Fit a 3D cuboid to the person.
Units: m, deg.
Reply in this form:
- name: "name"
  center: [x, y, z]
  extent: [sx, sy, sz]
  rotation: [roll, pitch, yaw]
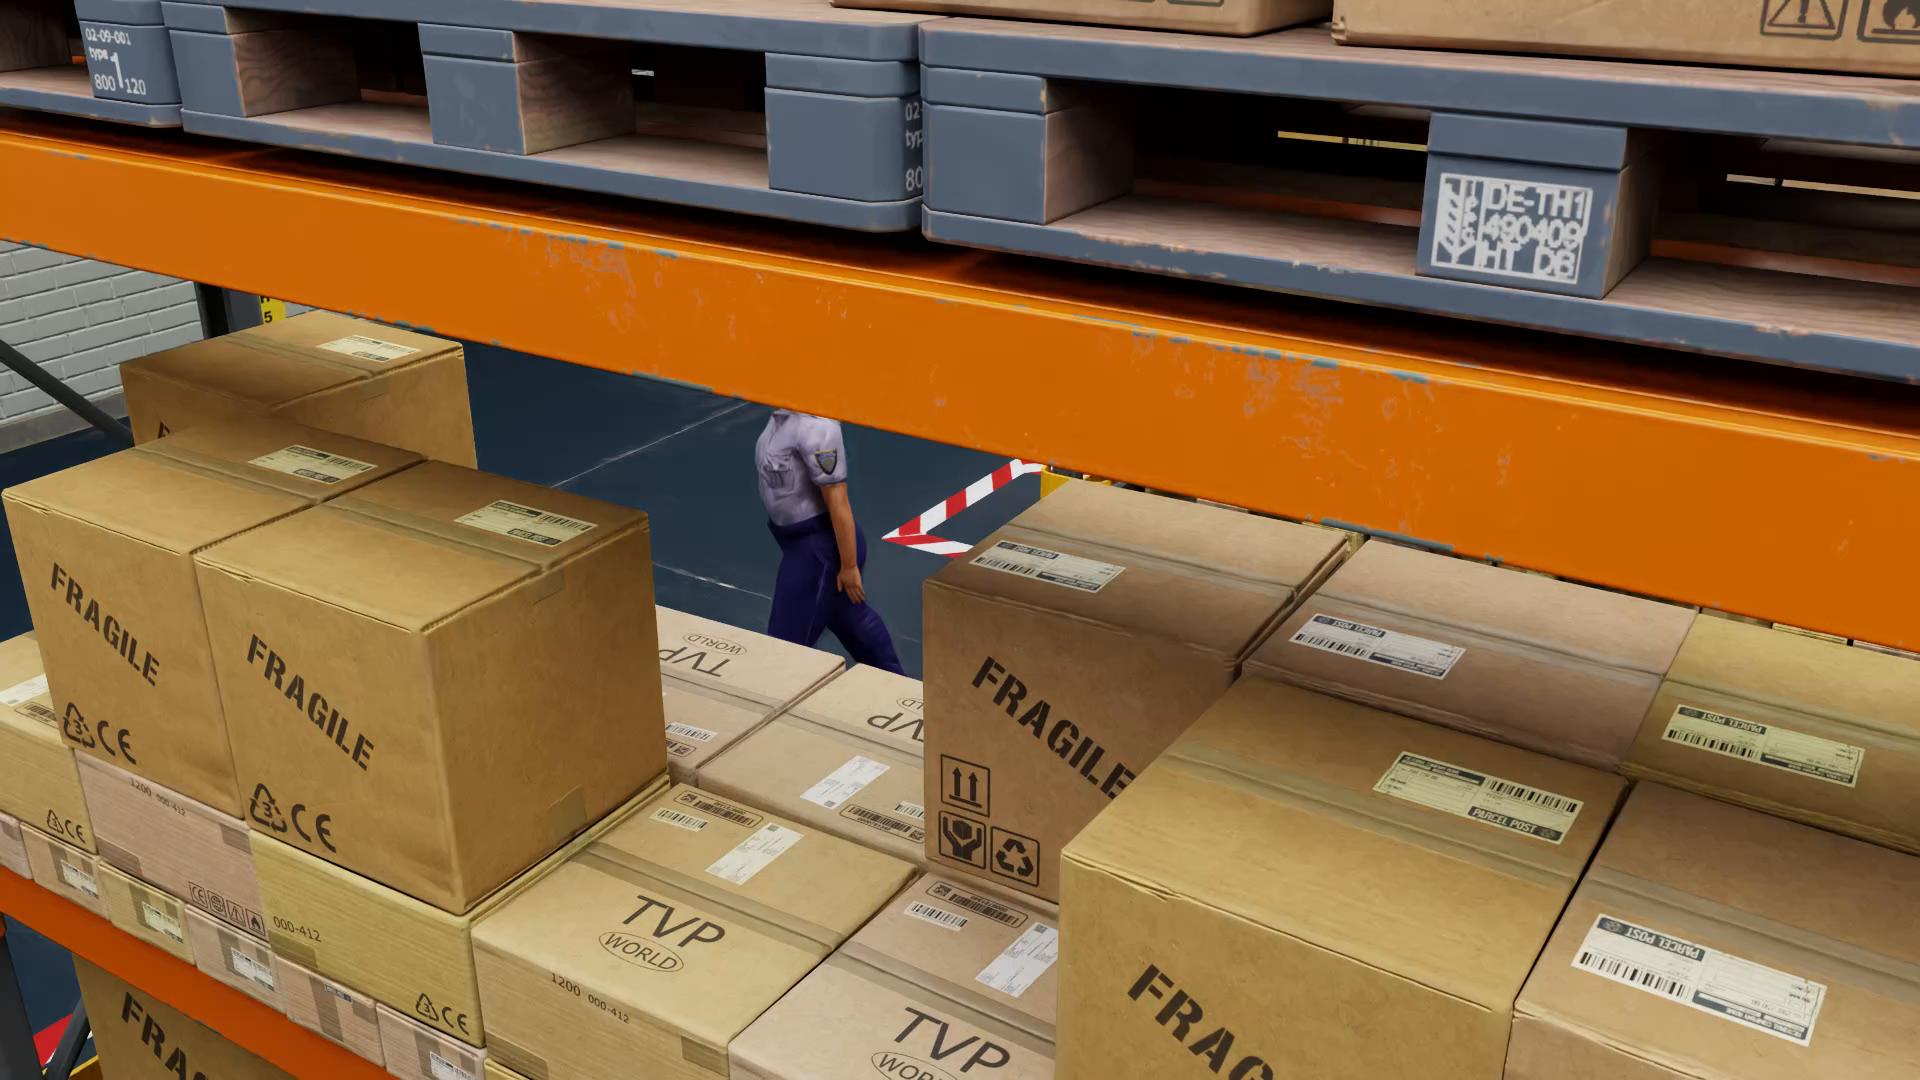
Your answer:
- name: "person"
  center: [-0.561, 0.025, 6.048]
  extent: [0.857, 1.604, 0.583]
  rotation: [-6, 24, -15]
